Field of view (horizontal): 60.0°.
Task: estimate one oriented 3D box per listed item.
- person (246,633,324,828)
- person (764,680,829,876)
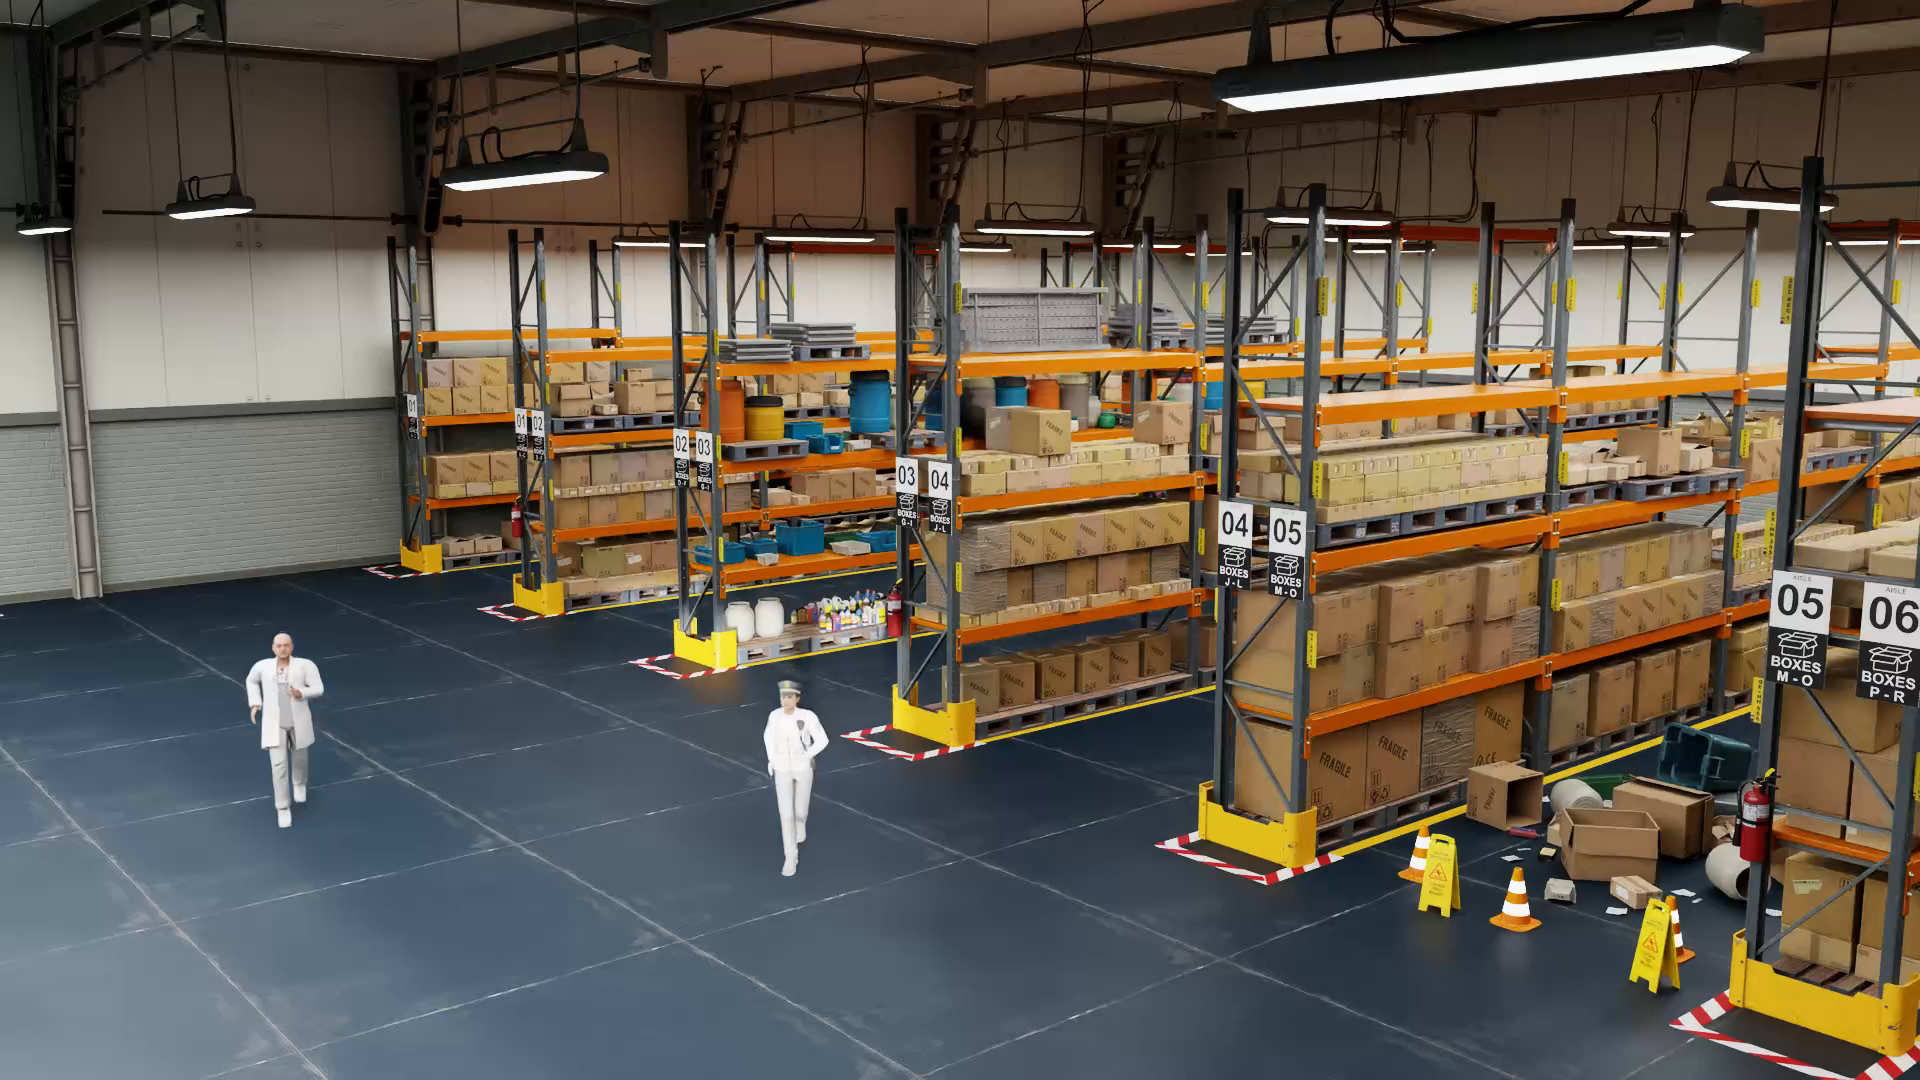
[{"bbox_3d":[-6.544,1.787,16.176,0.694,1.782,1.042,-4,9,-22],"label":"person"},{"bbox_3d":[-1.476,2.067,14.910,0.608,1.703,0.816,1,9,3],"label":"person"}]
